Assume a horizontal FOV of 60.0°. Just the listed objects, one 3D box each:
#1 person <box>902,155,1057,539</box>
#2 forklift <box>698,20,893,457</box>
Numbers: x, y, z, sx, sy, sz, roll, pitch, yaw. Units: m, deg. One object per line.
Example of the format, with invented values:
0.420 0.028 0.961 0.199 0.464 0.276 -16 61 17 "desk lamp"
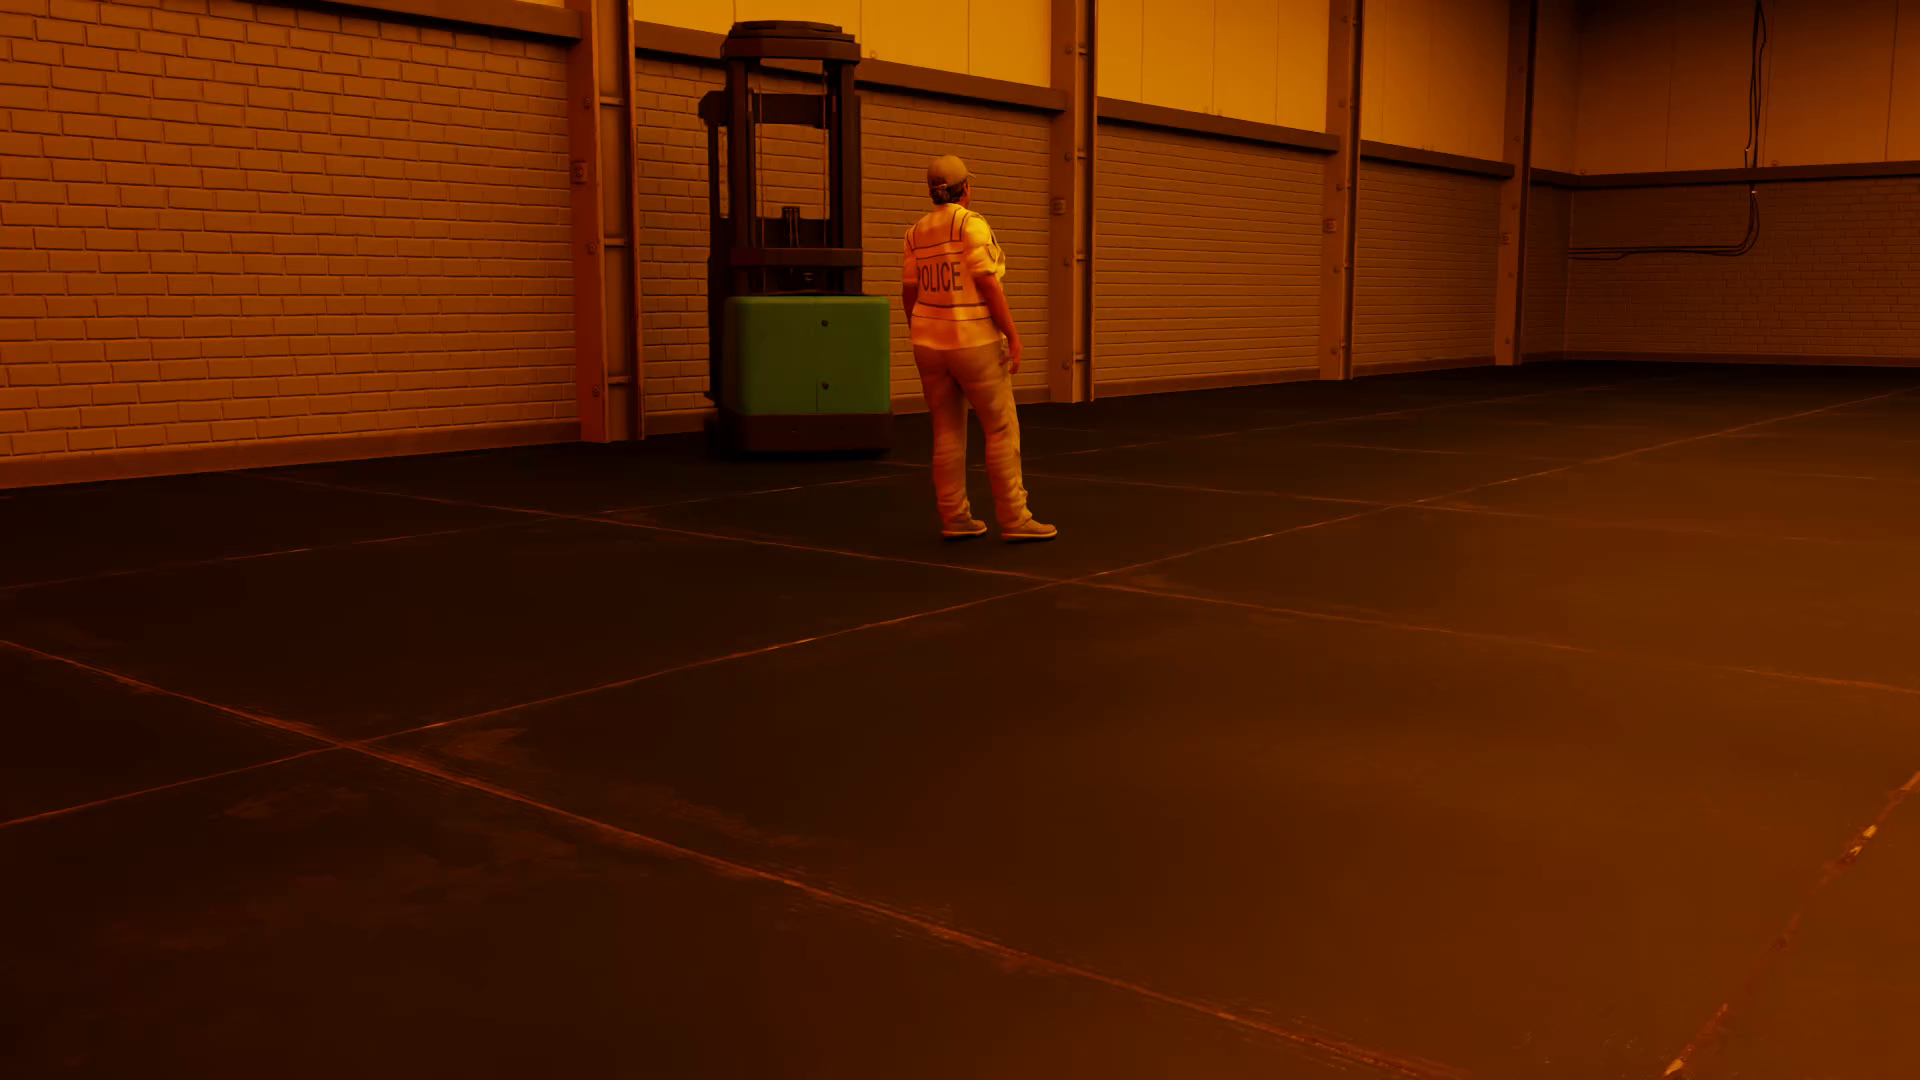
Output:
0.067 -0.838 7.329 0.598 1.670 0.527 7 11 38 "person"
-1.307 -2.179 12.170 1.130 2.935 3.031 -2 9 -14 "forklift"
